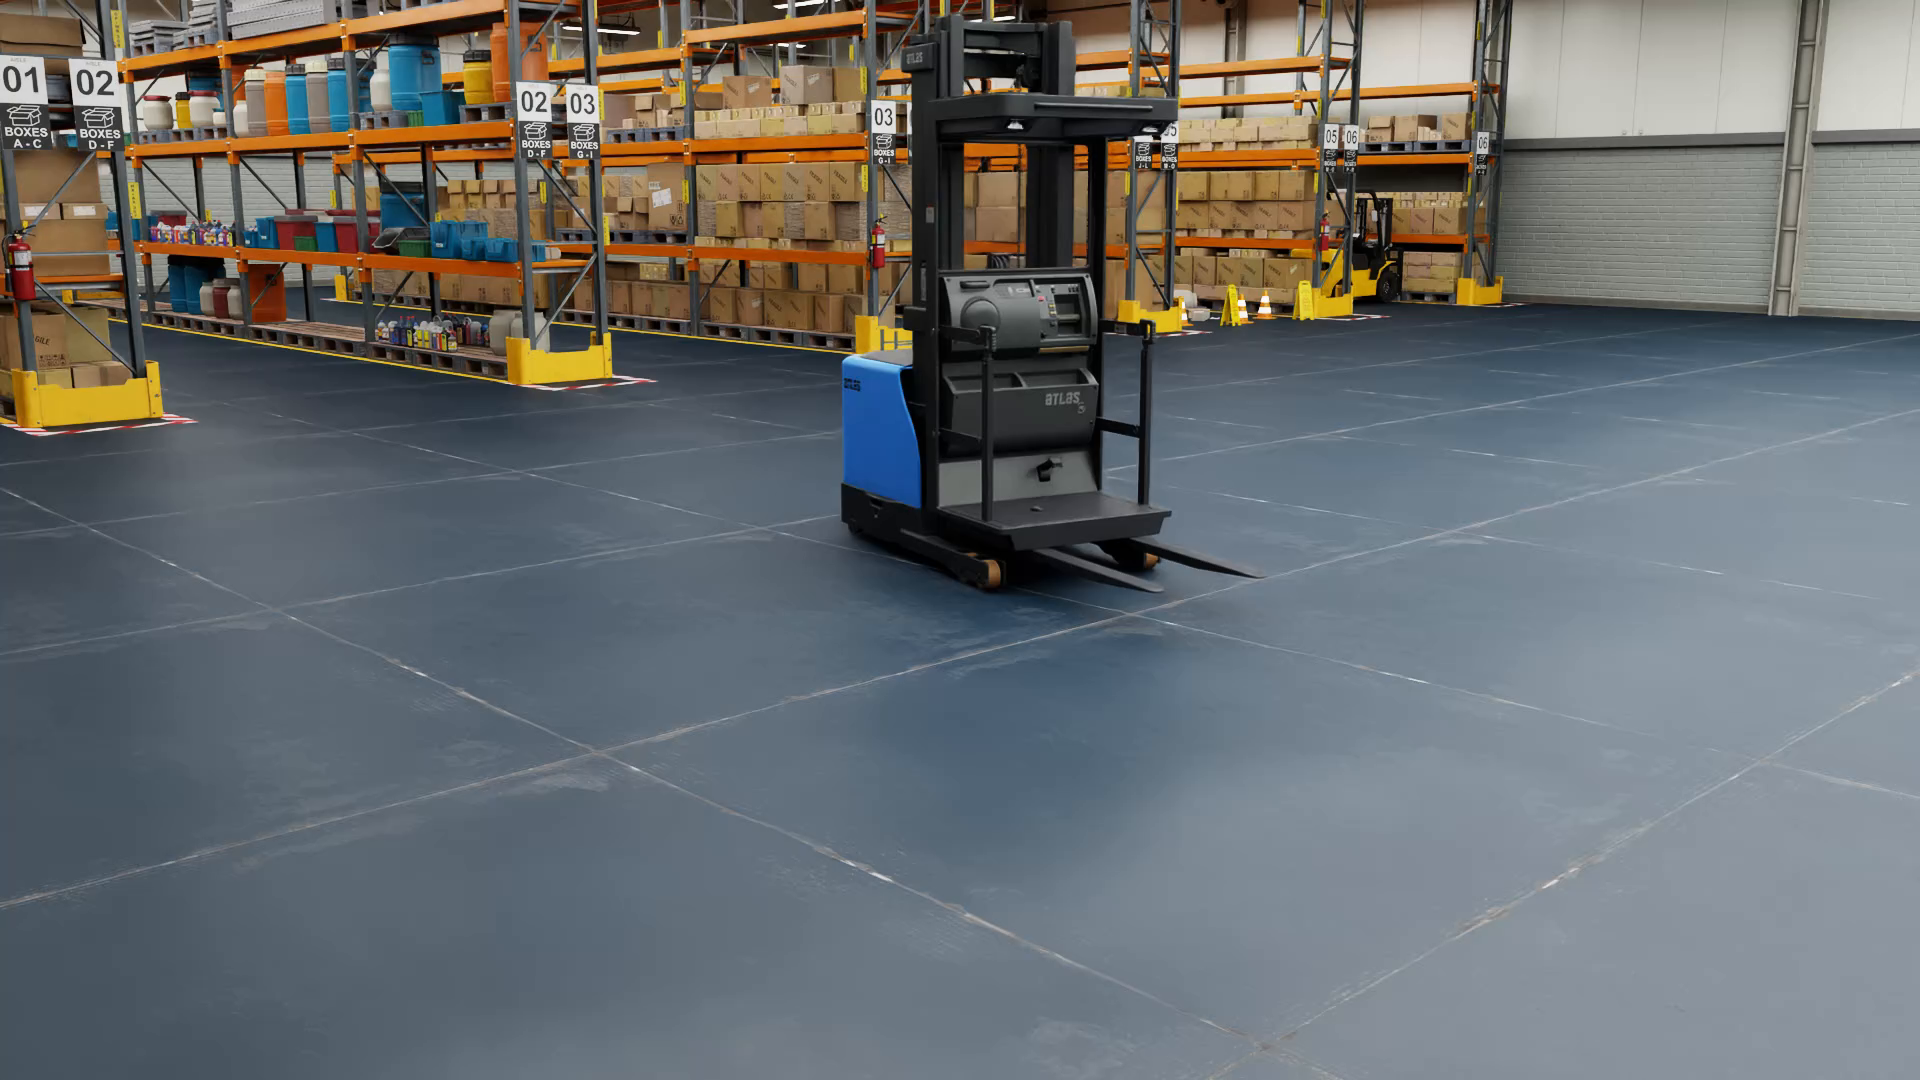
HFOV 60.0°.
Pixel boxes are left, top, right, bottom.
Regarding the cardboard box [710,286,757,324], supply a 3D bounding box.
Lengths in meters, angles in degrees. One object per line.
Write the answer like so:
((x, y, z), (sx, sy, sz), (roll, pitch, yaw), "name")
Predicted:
((-3.308, -3.447, 24.363), (0.500, 0.500, 0.500), (11, 16, 43), "cardboard box")

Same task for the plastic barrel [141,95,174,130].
((-12.480, -6.637, 25.879), (0.433, 0.535, 0.433), (0, 12, 0), "plastic barrel")

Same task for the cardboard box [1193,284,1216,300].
((4.569, -4.492, 30.056), (0.500, 0.250, 0.500), (-11, 16, -43), "cardboard box")

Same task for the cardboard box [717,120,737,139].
((-3.061, -5.747, 23.313), (0.500, 0.250, 0.500), (-11, 16, -43), "cardboard box")

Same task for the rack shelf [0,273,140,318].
((-9.342, -2.505, 16.422), (1.077, 0.370, 4.000), (-11, 16, -43), "rack shelf")

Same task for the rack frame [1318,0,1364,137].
((6.374, -8.265, 27.728), (1.000, 3.000, 0.127), (-11, 16, -43), "rack frame")

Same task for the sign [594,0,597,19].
((-5.932, -8.625, 26.963), (0.100, 0.325, 0.005), (-11, 16, -43), "sign")

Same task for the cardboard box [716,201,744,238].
((-2.970, -4.572, 23.685), (0.875, 0.500, 0.500), (-11, 16, -43), "cardboard box")

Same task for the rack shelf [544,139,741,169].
((-4.937, -5.938, 25.650), (1.077, 0.370, 4.000), (-11, 16, -43), "rack shelf")

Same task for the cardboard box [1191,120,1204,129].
((4.340, -7.411, 29.661), (0.250, 0.149, 0.380), (11, 16, 43), "cardboard box")

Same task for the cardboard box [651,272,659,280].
((-6.066, -5.368, 33.820), (0.250, 0.149, 0.380), (11, 16, 42), "cardboard box")

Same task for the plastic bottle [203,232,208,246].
((-11.184, -4.478, 24.705), (0.097, 0.201, 0.097), (0, 12, 0), "plastic bottle")

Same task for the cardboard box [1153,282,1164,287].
((3.368, -4.342, 29.739), (0.500, 0.500, 0.500), (-1, 12, -4), "cardboard box")

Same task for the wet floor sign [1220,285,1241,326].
((4.316, -3.741, 26.470), (0.232, 0.644, 0.267), (8, 14, 35), "wet floor sign")

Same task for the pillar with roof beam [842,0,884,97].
((-5.411, -11.212, 42.029), (9.100, 9.000, 0.548), (-11, 16, -43), "pillar with roof beam")

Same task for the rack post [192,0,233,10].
((-10.509, -7.714, 23.775), (0.624, 0.289, 0.986), (-11, 16, -43), "rack post")

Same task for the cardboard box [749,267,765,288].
((-3.660, -4.907, 31.450), (0.500, 0.500, 0.500), (-10, 15, -40), "cardboard box")

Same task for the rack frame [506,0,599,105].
((-4.375, -6.194, 17.675), (1.000, 3.000, 0.127), (-11, 16, -43), "rack frame")

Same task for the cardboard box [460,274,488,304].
((-8.006, -4.641, 29.230), (0.875, 0.875, 1.225), (11, 16, 43), "cardboard box")

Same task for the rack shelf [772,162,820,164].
((-3.294, -8.487, 38.020), (1.077, 0.370, 4.000), (-11, 16, -43), "rack shelf")

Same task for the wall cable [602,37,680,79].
((-8.261, -11.495, 43.407), (2.355, 3.000, 0.029), (-11, 16, -43), "wall cable")

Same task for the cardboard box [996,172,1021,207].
((1.069, -5.588, 26.552), (0.875, 0.550, 0.550), (-11, 16, -43), "cardboard box")

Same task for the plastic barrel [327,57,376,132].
((-7.646, -5.598, 20.974), (0.600, 0.901, 0.708), (-11, 16, -43), "plastic barrel")

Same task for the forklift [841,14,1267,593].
((0.441, -1.278, 8.850), (1.130, 2.935, 3.031), (-6, 13, -29), "forklift")

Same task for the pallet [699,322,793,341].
((-3.066, -3.071, 24.293), (1.003, 0.211, 1.213), (-11, 16, -43), "pallet")

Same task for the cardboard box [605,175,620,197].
((-7.017, -7.314, 34.513), (0.500, 0.500, 0.500), (11, 16, 43), "cardboard box")

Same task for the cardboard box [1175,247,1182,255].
((3.867, -5.304, 30.531), (0.380, 0.149, 0.250), (-11, 16, -42), "cardboard box")

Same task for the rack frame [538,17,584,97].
((-6.318, -8.052, 26.692), (1.000, 3.000, 0.127), (-11, 16, -43), "rack frame")

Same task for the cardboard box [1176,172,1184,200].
((4.096, -6.423, 30.190), (0.700, 0.500, 0.500), (-11, 16, -42), "cardboard box")

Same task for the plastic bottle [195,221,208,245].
((-11.357, -4.594, 24.900), (0.144, 0.351, 0.185), (-11, 16, -43), "plastic bottle")

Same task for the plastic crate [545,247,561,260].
((-4.761, -3.302, 19.158), (0.298, 0.136, 0.250), (-11, 16, -43), "plastic crate")

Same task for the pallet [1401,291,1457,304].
((9.403, -4.759, 32.488), (1.003, 0.211, 1.213), (-11, 16, -43), "pallet")

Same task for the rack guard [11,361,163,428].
((-7.944, -1.338, 15.168), (1.175, 0.500, 0.348), (-11, 16, -43), "rack guard")

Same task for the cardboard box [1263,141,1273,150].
((5.445, -6.808, 28.709), (0.380, 0.149, 0.250), (-11, 16, -42), "cardboard box")

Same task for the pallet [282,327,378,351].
((-8.555, -2.761, 22.789), (1.003, 0.211, 1.213), (-11, 16, -43), "pallet")

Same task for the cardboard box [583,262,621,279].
((-5.833, -4.378, 26.975), (0.500, 0.250, 0.500), (-10, 15, -40), "cardboard box")

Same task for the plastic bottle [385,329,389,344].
((-7.094, -2.547, 20.685), (0.097, 0.201, 0.097), (0, 12, 0), "plastic bottle")

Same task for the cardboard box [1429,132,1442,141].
((9.170, -7.698, 31.745), (0.250, 0.149, 0.380), (11, 16, 44), "cardboard box")

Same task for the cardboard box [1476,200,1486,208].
((9.915, -6.471, 32.033), (0.250, 0.149, 0.380), (11, 16, 44), "cardboard box")

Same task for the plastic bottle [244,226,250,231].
((-10.923, -4.673, 25.467), (0.152, 0.276, 0.135), (-11, 16, -43), "plastic bottle")

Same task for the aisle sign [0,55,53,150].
((-8.127, -3.789, 14.425), (0.394, 0.787, 0.004), (-11, 16, -43), "aisle sign")

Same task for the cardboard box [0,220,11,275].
((-8.640, -2.761, 15.630), (0.700, 0.500, 0.500), (-10, 16, -41), "cardboard box")

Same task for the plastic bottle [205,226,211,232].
((-11.301, -4.579, 24.995), (0.061, 0.283, 0.133), (-11, 16, -43), "plastic bottle")

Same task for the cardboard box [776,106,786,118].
((-2.259, -5.771, 22.440), (0.250, 0.149, 0.380), (11, 16, 42), "cardboard box")

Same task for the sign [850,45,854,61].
((-2.331, -10.478, 35.760), (0.100, 0.325, 0.005), (-11, 16, -43), "sign")

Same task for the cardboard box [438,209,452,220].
((-8.943, -5.644, 29.625), (0.500, 0.500, 0.500), (-11, 16, -42), "cardboard box")

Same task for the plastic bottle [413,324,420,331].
((-6.621, -2.499, 20.279), (0.097, 0.271, 0.097), (0, 12, 0), "plastic bottle")

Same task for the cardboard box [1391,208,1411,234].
((8.726, -6.255, 32.590), (0.500, 0.500, 0.500), (-11, 16, -44), "cardboard box")

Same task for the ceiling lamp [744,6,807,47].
((-4.622, -14.218, 42.156), (2.000, 3.185, 0.800), (-11, 16, -43), "ceiling lamp")

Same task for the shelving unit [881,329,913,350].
((-0.342, -0.715, 10.406), (0.258, 1.200, 0.189), (-6, 13, -29), "shelving unit")

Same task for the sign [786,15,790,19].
((-3.046, -9.147, 29.499), (0.100, 0.325, 0.005), (-11, 16, -43), "sign")

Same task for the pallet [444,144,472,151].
((-8.411, -6.946, 29.231), (1.217, 0.209, 0.805), (11, 16, 43), "pallet")

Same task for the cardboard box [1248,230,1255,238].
((5.270, -5.381, 29.217), (0.380, 0.149, 0.250), (-11, 16, -42), "cardboard box")

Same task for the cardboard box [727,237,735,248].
((-3.089, -4.227, 23.618), (0.380, 0.149, 0.250), (-11, 16, -43), "cardboard box")

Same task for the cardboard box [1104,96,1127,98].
((2.324, -6.451, 24.701), (0.500, 0.250, 0.500), (-11, 16, -42), "cardboard box")
